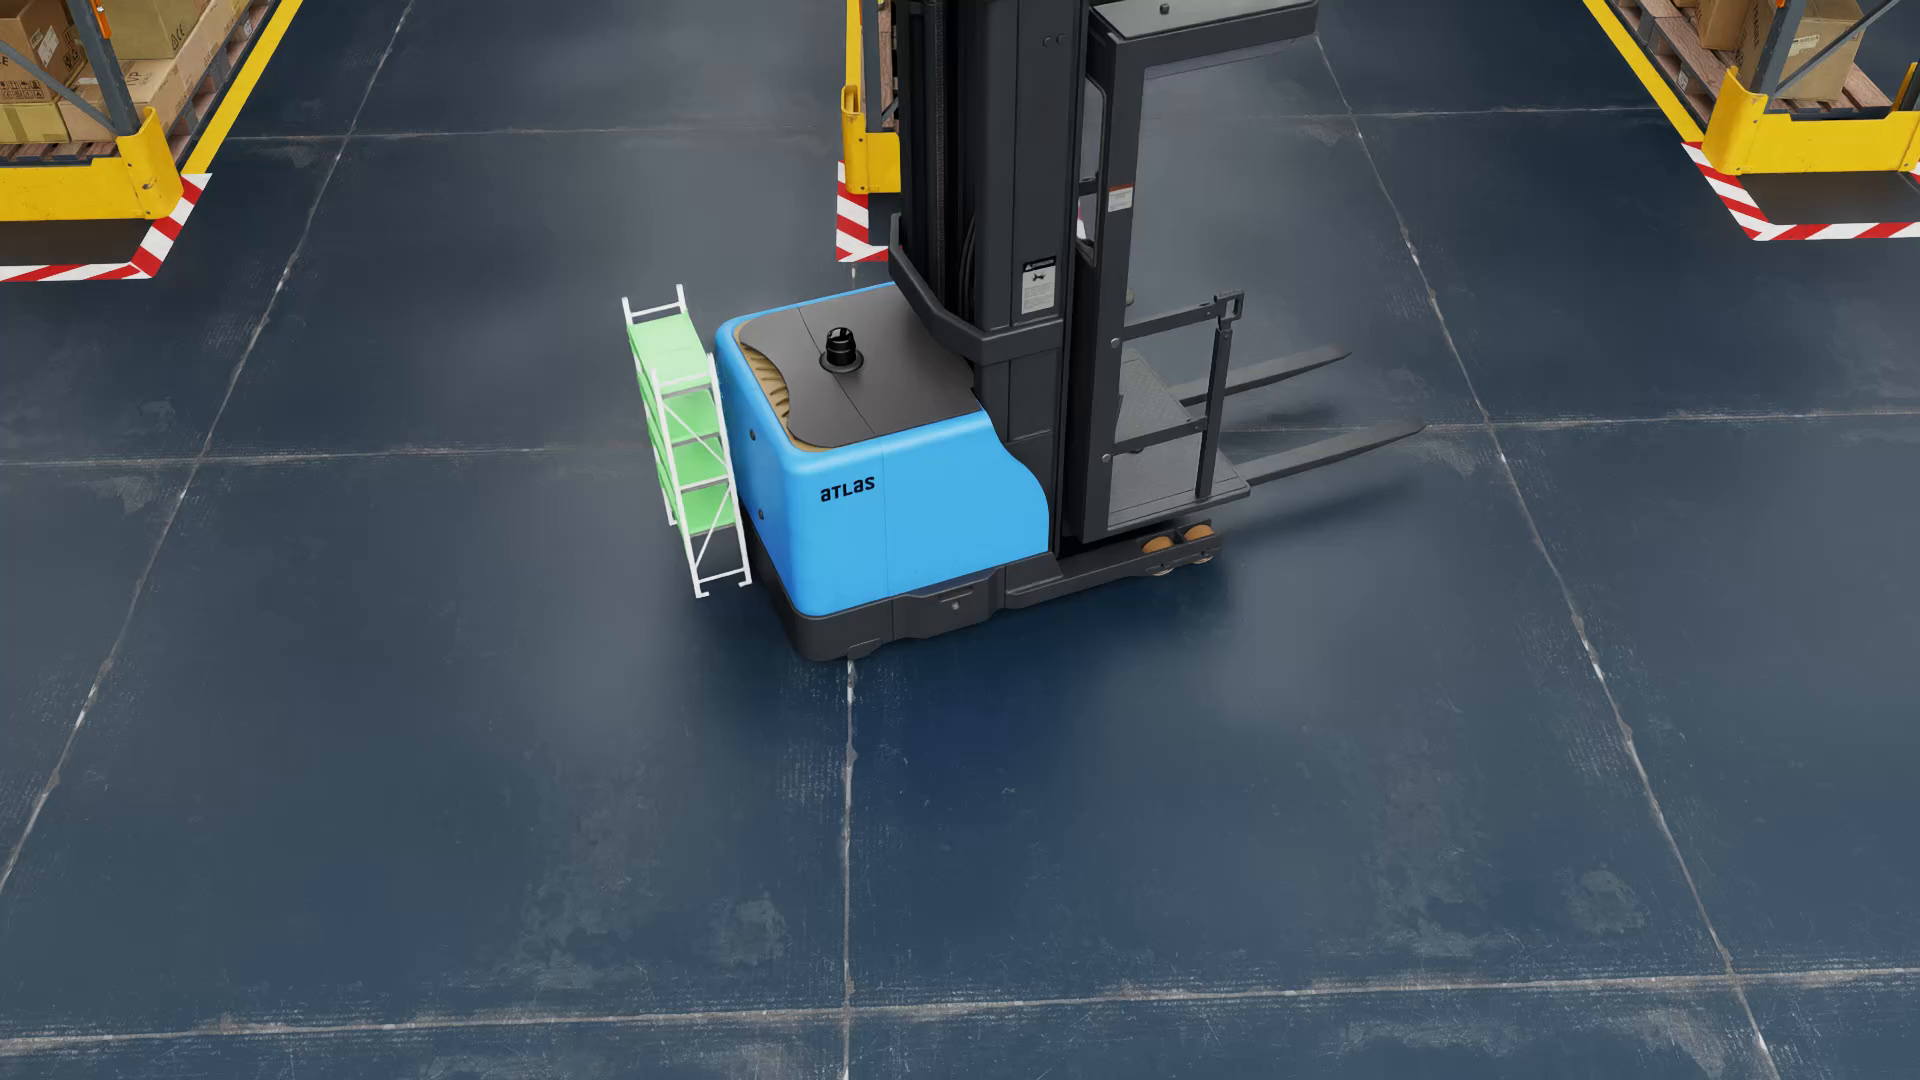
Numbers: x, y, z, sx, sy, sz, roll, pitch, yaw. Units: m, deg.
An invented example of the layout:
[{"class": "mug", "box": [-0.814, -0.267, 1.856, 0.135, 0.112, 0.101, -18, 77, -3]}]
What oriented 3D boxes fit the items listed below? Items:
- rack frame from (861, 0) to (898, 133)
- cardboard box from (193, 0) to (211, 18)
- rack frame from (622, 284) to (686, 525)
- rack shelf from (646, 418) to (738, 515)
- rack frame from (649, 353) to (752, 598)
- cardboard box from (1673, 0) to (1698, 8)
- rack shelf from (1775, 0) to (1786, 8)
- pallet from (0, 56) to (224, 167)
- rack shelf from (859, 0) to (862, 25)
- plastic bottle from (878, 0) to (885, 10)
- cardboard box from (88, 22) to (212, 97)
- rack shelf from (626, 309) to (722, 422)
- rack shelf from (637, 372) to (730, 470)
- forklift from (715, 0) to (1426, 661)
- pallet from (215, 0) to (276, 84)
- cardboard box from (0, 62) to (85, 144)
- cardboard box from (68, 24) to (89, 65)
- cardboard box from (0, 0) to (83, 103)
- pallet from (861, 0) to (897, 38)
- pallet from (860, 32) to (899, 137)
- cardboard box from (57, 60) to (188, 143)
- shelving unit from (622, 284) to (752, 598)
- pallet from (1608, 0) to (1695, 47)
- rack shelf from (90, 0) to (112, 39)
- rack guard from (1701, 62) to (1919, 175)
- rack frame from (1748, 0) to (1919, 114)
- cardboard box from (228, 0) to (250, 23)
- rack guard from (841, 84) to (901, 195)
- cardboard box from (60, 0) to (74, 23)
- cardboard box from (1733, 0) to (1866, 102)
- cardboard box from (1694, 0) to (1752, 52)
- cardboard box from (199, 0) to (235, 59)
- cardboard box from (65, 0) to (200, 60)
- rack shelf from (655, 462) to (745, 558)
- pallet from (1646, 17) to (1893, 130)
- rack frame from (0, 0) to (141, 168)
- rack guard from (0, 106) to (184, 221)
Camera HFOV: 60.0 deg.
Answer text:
[{"class": "rack frame", "box": [-0.016, -3.136, 8.451, 1.000, 3.000, 0.127, -2, 43, -2]}, {"class": "cardboard box", "box": [-4.823, -3.457, 9.970, 0.500, 0.500, 0.500, -2, 43, -2]}, {"class": "rack frame", "box": [-1.188, -0.537, 6.940, 0.240, 1.200, 0.015, -16, 45, -14]}, {"class": "rack shelf", "box": [-1.100, -0.336, 6.816, 0.258, 0.148, 0.480, -16, 45, -14]}, {"class": "rack frame", "box": [-1.016, -0.228, 6.603, 0.240, 1.200, 0.015, -16, 45, -14]}, {"class": "cardboard box", "box": [4.855, -3.759, 10.670, 0.500, 0.500, 0.500, 2, 43, 2]}, {"class": "rack shelf", "box": [4.847, -4.363, 10.322, 1.077, 0.370, 4.000, -2, 43, -2]}, {"class": "pallet", "box": [-5.040, -2.483, 9.803, 1.003, 0.211, 1.213, -2, 43, -2]}, {"class": "rack shelf", "box": [-0.101, -4.221, 10.167, 1.077, 0.370, 4.000, -2, 43, -2]}, {"class": "plastic bottle", "box": [-0.532, -3.494, 10.587, 0.097, 0.201, 0.097, 0, 43, 0]}, {"class": "cardboard box", "box": [-4.791, -2.843, 9.856, 0.500, 0.250, 0.500, -2, 43, -2]}, {"class": "rack shelf", "box": [-1.117, -0.685, 6.487, 0.258, 0.148, 0.480, -16, 45, -14]}, {"class": "rack shelf", "box": [-1.109, -0.511, 6.651, 0.258, 0.148, 0.480, -16, 45, -14]}, {"class": "forklift", "box": [0.576, -1.244, 6.438, 3.031, 2.935, 1.130, -16, 45, -17]}, {"class": "pallet", "box": [-5.088, -3.305, 10.699, 1.003, 0.211, 1.213, -2, 43, -2]}, {"class": "cardboard box", "box": [-5.283, -2.491, 9.472, 0.500, 0.250, 0.500, -2, 43, -2]}, {"class": "cardboard box", "box": [-5.317, -2.828, 9.839, 0.500, 0.250, 0.500, -2, 43, -2]}, {"class": "cardboard box", "box": [-5.285, -2.767, 9.218, 0.500, 0.500, 0.500, -2, 43, -2]}, {"class": "pallet", "box": [-0.145, -3.528, 10.943, 1.003, 0.211, 1.213, -2, 43, -2]}, {"class": "pallet", "box": [-0.096, -2.706, 10.046, 1.003, 0.211, 1.213, -2, 43, -2]}, {"class": "cardboard box", "box": [-4.766, -2.506, 9.488, 0.500, 0.250, 0.500, -2, 43, -2]}, {"class": "shelving unit", "box": [-1.102, -0.382, 6.772, 0.258, 1.200, 0.503, -16, 45, -14]}, {"class": "pallet", "box": [4.881, -3.672, 11.100, 1.003, 0.211, 1.213, -2, 43, -2]}, {"class": "rack shelf", "box": [-5.050, -4.081, 10.015, 1.077, 0.370, 4.000, -2, 43, -2]}, {"class": "rack guard", "box": [4.929, -2.408, 9.507, 1.175, 0.500, 0.348, -2, 43, -2]}, {"class": "rack frame", "box": [4.932, -3.278, 8.606, 1.000, 3.000, 0.127, -2, 43, -2]}, {"class": "cardboard box", "box": [-4.828, -3.518, 10.593, 0.500, 0.250, 0.500, -2, 43, -2]}, {"class": "rack guard", "box": [-0.067, -2.264, 9.350, 1.175, 0.500, 0.348, -2, 43, -2]}, {"class": "cardboard box", "box": [-5.343, -3.442, 9.954, 0.500, 0.500, 0.500, -2, 43, -2]}, {"class": "cardboard box", "box": [4.922, -2.933, 9.769, 0.500, 0.500, 0.500, 6, 43, 6]}, {"class": "cardboard box", "box": [4.863, -3.336, 10.208, 0.500, 0.500, 0.500, 9, 43, 9]}, {"class": "cardboard box", "box": [-4.812, -3.181, 10.224, 0.500, 0.250, 0.500, -2, 43, -2]}, {"class": "cardboard box", "box": [-4.789, -3.120, 9.603, 0.500, 0.500, 0.500, -2, 43, -2]}, {"class": "rack shelf", "box": [-1.091, -0.161, 6.980, 0.258, 0.148, 0.480, -16, 45, -14]}, {"class": "pallet", "box": [4.930, -2.851, 10.204, 1.003, 0.211, 1.213, -2, 43, -2]}, {"class": "rack frame", "box": [-4.965, -2.996, 8.299, 1.000, 3.000, 0.127, -2, 43, -2]}, {"class": "rack guard", "box": [-4.964, -2.058, 9.126, 1.175, 0.500, 0.348, -2, 43, -2]}]
